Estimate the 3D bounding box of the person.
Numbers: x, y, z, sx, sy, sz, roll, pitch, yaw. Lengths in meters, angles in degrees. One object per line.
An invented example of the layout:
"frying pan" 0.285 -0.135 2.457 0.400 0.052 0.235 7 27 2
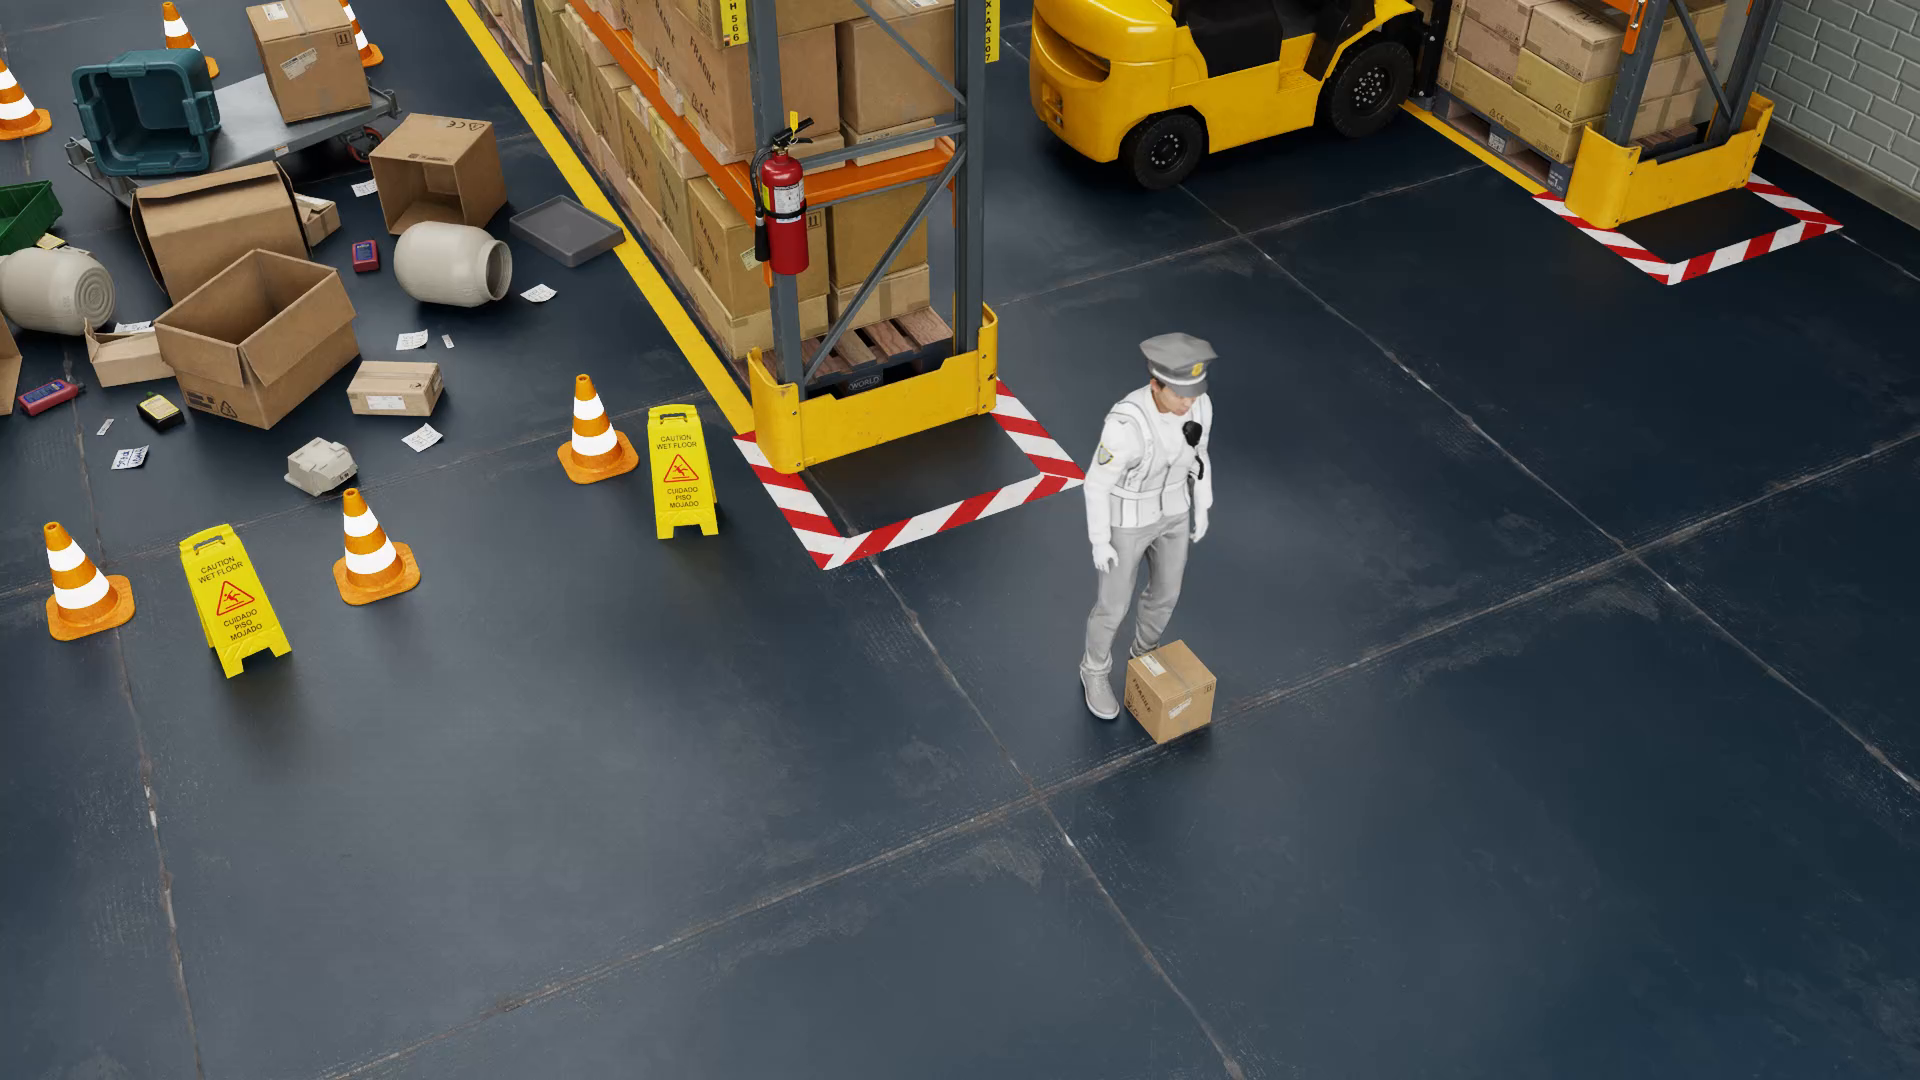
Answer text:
"person" 0.706 -0.069 6.233 0.528 1.664 0.372 -19 45 -20
